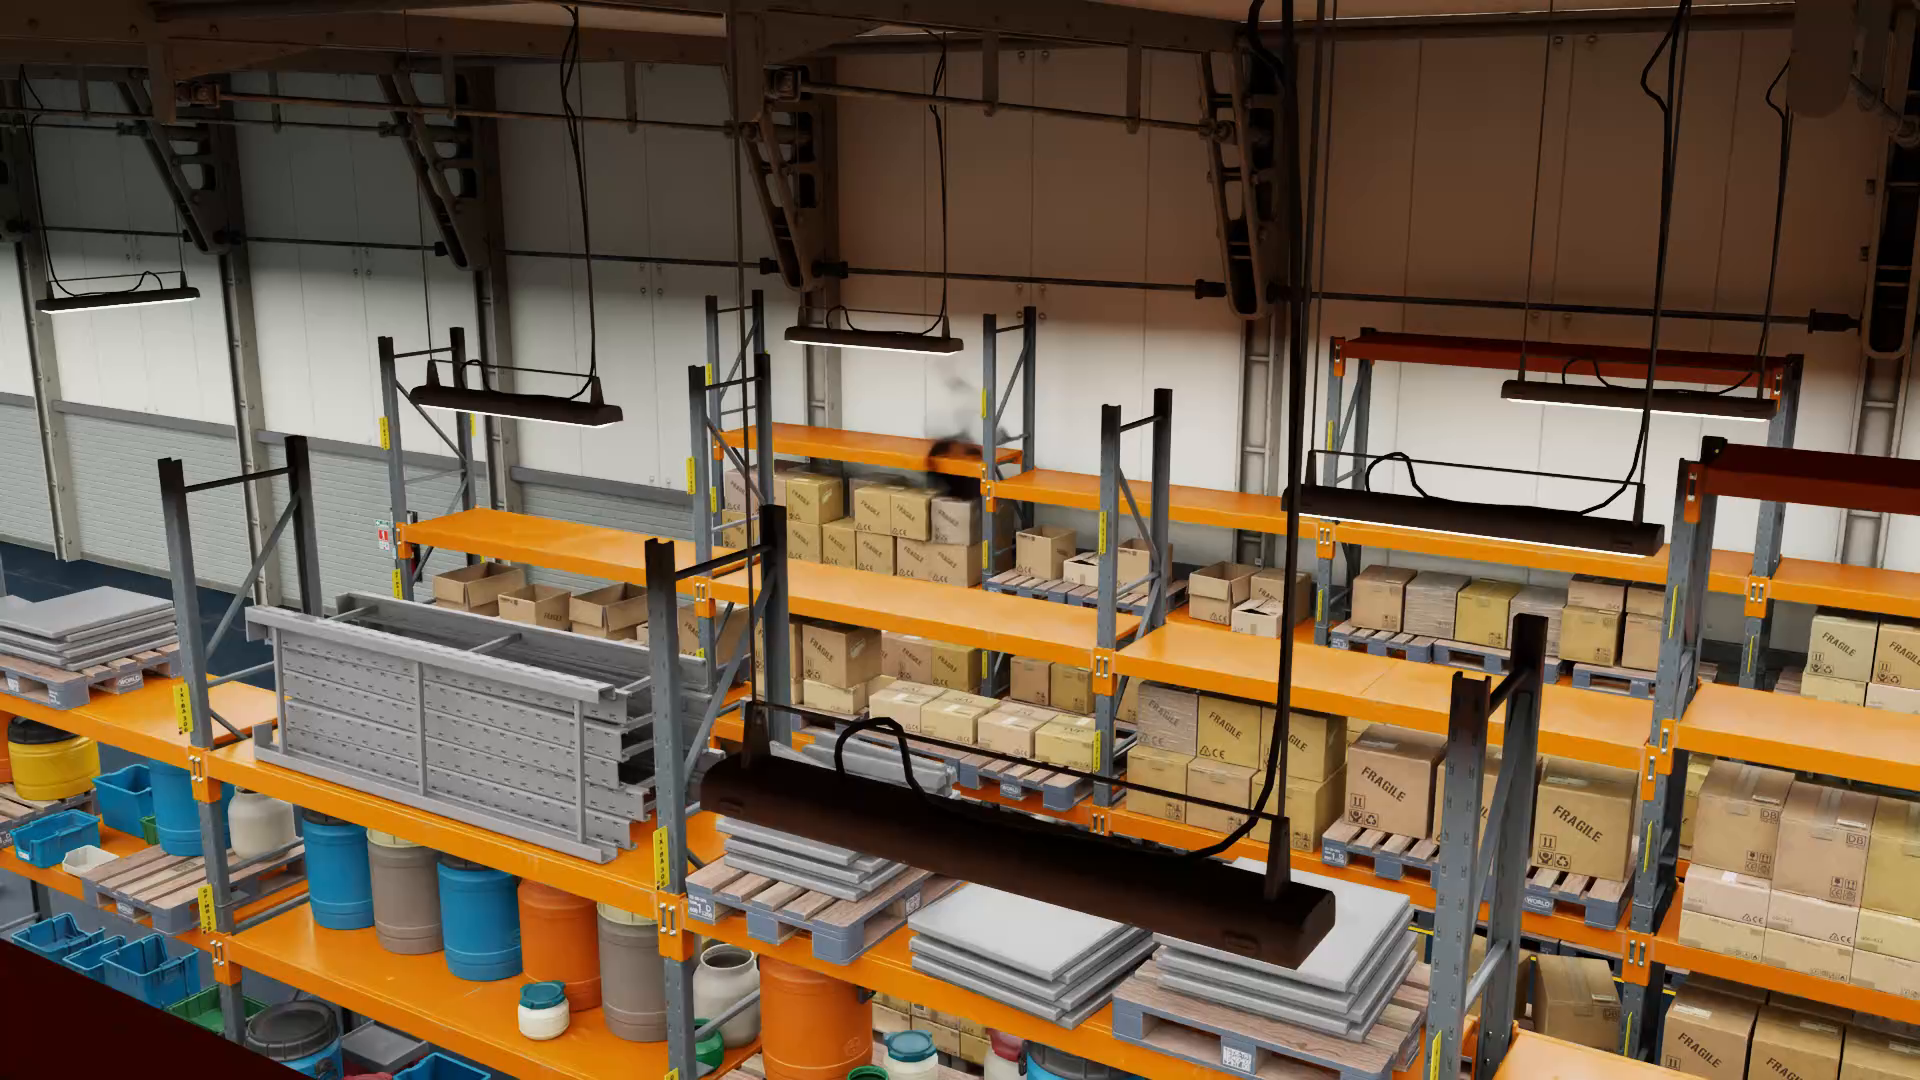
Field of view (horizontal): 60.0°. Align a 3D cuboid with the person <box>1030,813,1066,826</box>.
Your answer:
[{"bbox_3d":[0.779,3.221,16.812,0.514,1.639,0.545,6,15,24],"label":"person"}]
